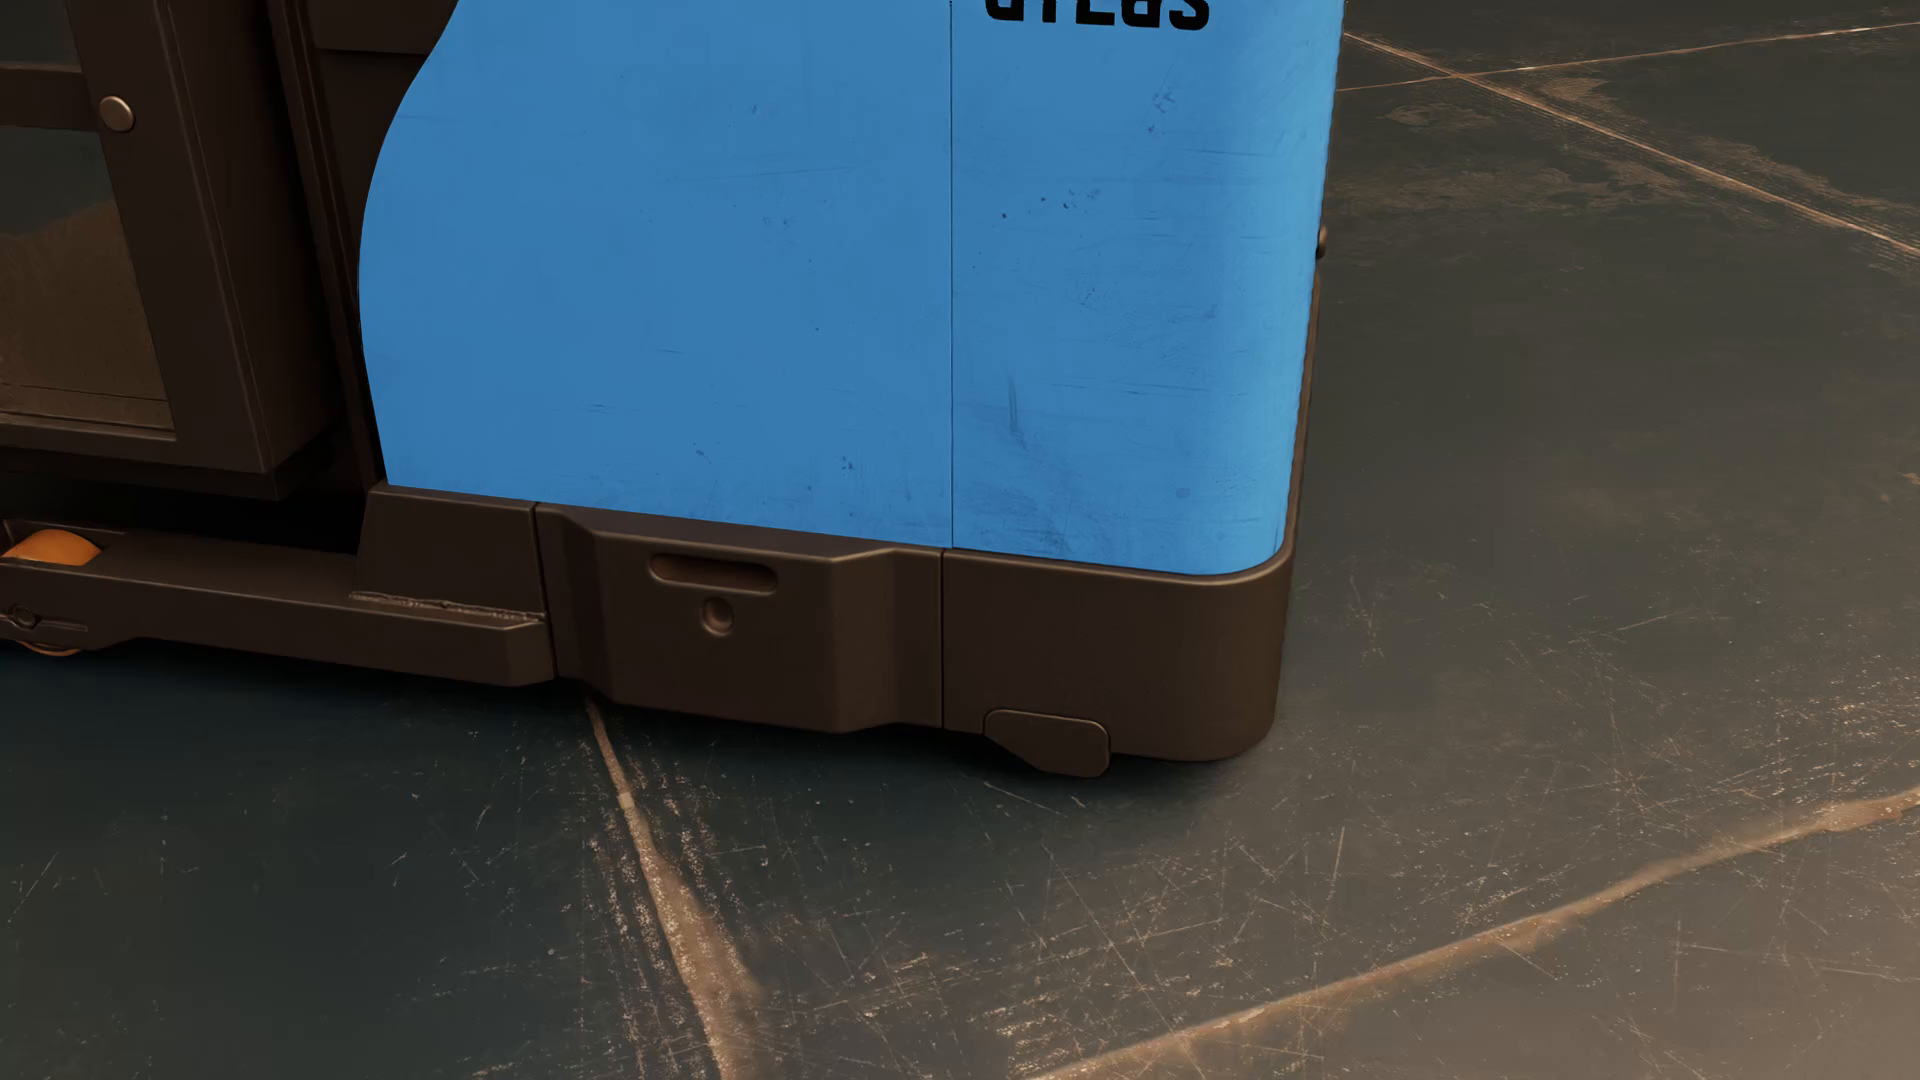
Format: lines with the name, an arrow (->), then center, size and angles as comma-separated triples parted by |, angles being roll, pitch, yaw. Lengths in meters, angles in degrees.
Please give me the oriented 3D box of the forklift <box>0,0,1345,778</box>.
forklift -> -1.012, -1.365, 1.934 | 3.031, 2.935, 1.130 | 6, 30, 11
